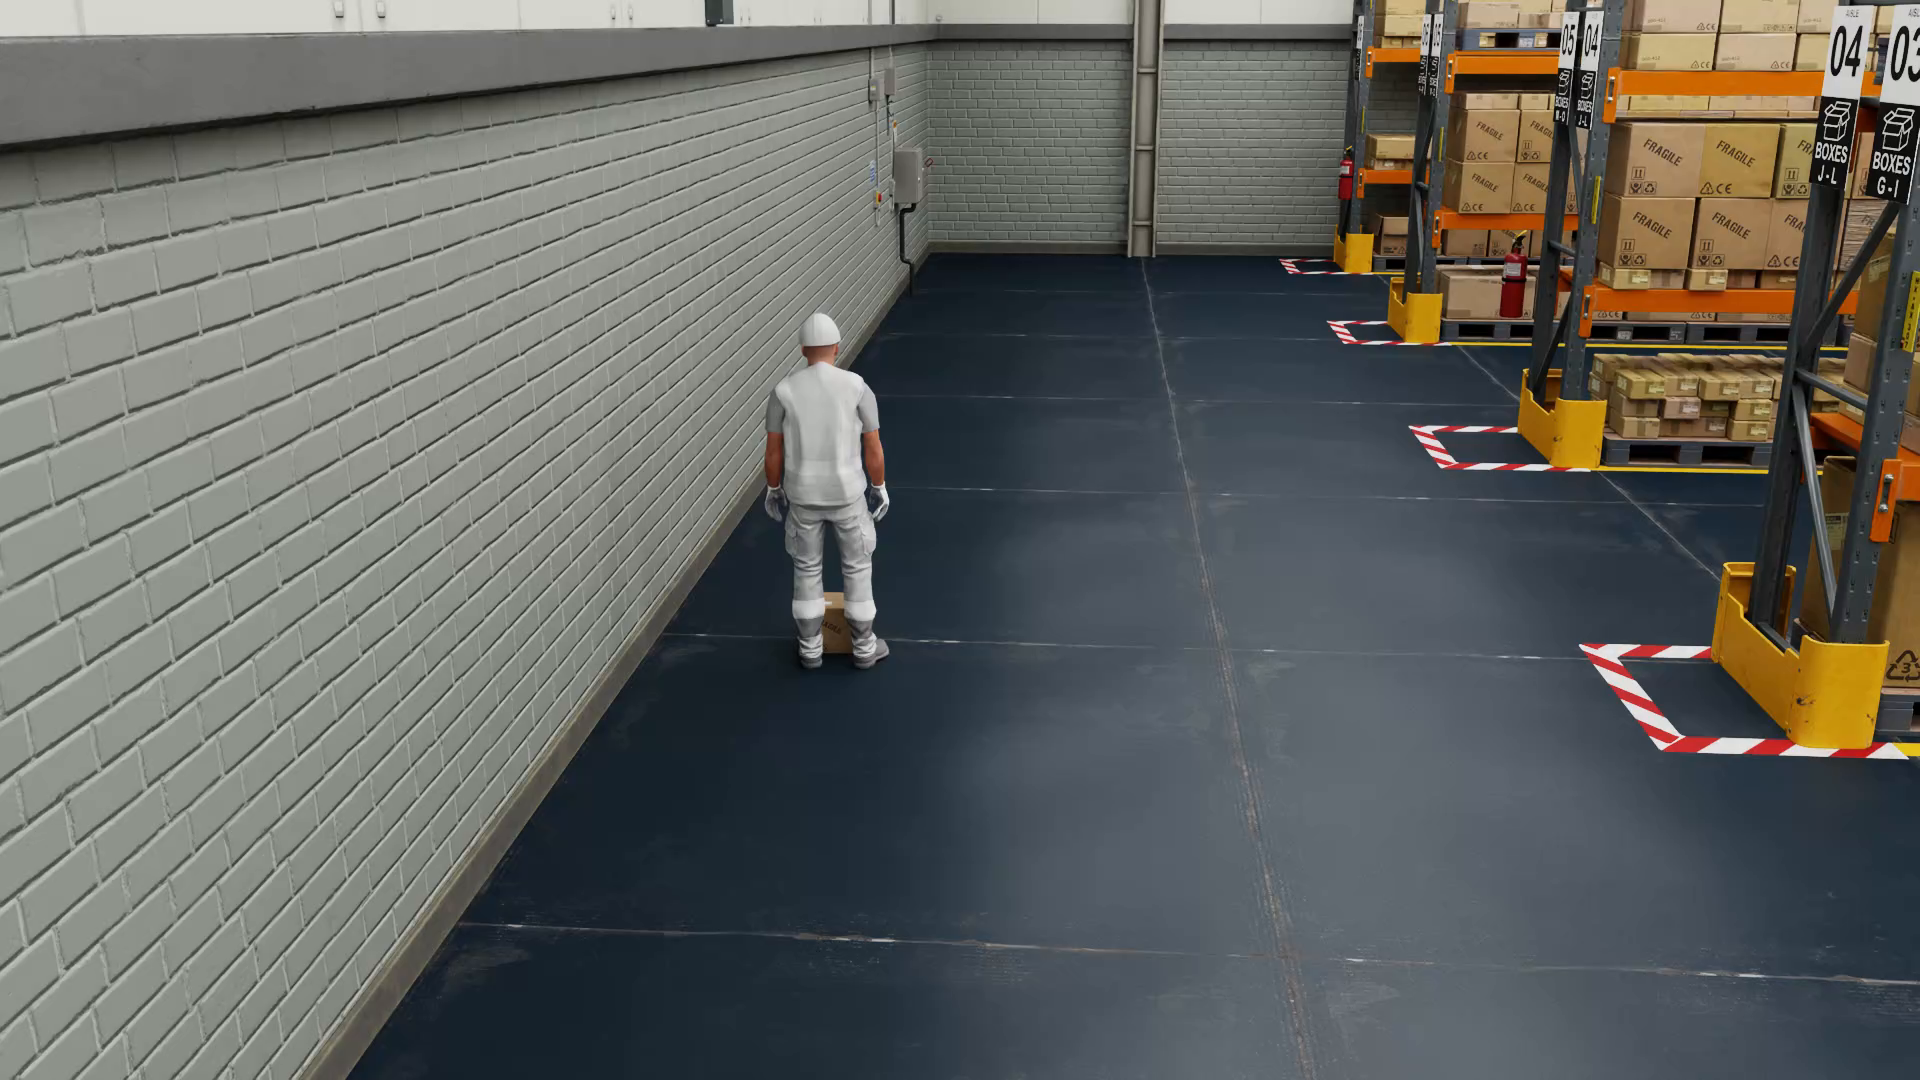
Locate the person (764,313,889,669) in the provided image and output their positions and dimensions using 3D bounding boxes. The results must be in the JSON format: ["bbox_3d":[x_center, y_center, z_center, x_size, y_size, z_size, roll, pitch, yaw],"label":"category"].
[{"bbox_3d":[-0.664,-0.230,8.256,0.621,1.781,0.445,0,17,1],"label":"person"}]
